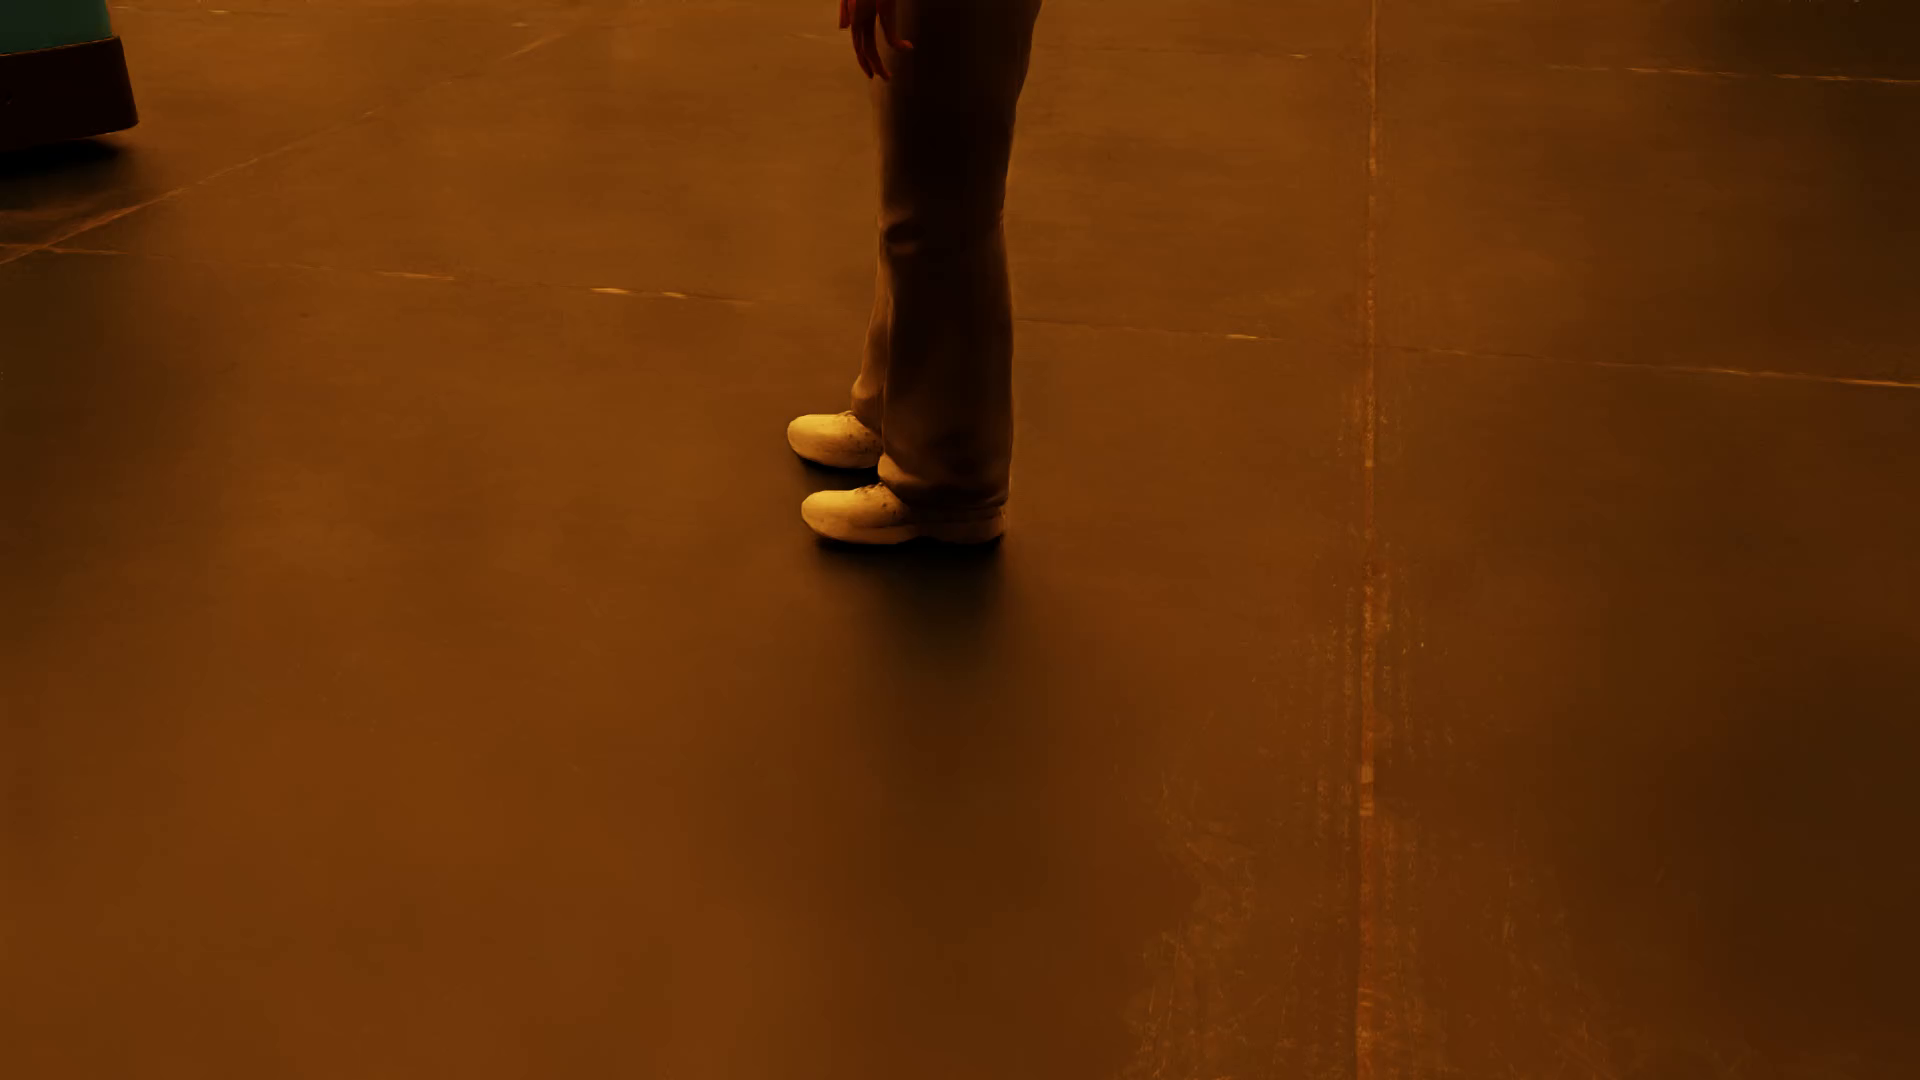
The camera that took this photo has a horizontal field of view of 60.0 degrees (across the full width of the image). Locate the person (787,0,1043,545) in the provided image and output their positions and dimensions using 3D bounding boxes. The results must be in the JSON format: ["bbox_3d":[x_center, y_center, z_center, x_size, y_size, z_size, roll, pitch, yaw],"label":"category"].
[{"bbox_3d":[-0.069,-0.767,2.146,0.548,1.674,0.550,6,27,11],"label":"person"}]

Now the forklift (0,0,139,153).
[{"bbox_3d":[-3.772,-2.630,4.459,3.031,2.935,1.130,19,32,33],"label":"forklift"}]
